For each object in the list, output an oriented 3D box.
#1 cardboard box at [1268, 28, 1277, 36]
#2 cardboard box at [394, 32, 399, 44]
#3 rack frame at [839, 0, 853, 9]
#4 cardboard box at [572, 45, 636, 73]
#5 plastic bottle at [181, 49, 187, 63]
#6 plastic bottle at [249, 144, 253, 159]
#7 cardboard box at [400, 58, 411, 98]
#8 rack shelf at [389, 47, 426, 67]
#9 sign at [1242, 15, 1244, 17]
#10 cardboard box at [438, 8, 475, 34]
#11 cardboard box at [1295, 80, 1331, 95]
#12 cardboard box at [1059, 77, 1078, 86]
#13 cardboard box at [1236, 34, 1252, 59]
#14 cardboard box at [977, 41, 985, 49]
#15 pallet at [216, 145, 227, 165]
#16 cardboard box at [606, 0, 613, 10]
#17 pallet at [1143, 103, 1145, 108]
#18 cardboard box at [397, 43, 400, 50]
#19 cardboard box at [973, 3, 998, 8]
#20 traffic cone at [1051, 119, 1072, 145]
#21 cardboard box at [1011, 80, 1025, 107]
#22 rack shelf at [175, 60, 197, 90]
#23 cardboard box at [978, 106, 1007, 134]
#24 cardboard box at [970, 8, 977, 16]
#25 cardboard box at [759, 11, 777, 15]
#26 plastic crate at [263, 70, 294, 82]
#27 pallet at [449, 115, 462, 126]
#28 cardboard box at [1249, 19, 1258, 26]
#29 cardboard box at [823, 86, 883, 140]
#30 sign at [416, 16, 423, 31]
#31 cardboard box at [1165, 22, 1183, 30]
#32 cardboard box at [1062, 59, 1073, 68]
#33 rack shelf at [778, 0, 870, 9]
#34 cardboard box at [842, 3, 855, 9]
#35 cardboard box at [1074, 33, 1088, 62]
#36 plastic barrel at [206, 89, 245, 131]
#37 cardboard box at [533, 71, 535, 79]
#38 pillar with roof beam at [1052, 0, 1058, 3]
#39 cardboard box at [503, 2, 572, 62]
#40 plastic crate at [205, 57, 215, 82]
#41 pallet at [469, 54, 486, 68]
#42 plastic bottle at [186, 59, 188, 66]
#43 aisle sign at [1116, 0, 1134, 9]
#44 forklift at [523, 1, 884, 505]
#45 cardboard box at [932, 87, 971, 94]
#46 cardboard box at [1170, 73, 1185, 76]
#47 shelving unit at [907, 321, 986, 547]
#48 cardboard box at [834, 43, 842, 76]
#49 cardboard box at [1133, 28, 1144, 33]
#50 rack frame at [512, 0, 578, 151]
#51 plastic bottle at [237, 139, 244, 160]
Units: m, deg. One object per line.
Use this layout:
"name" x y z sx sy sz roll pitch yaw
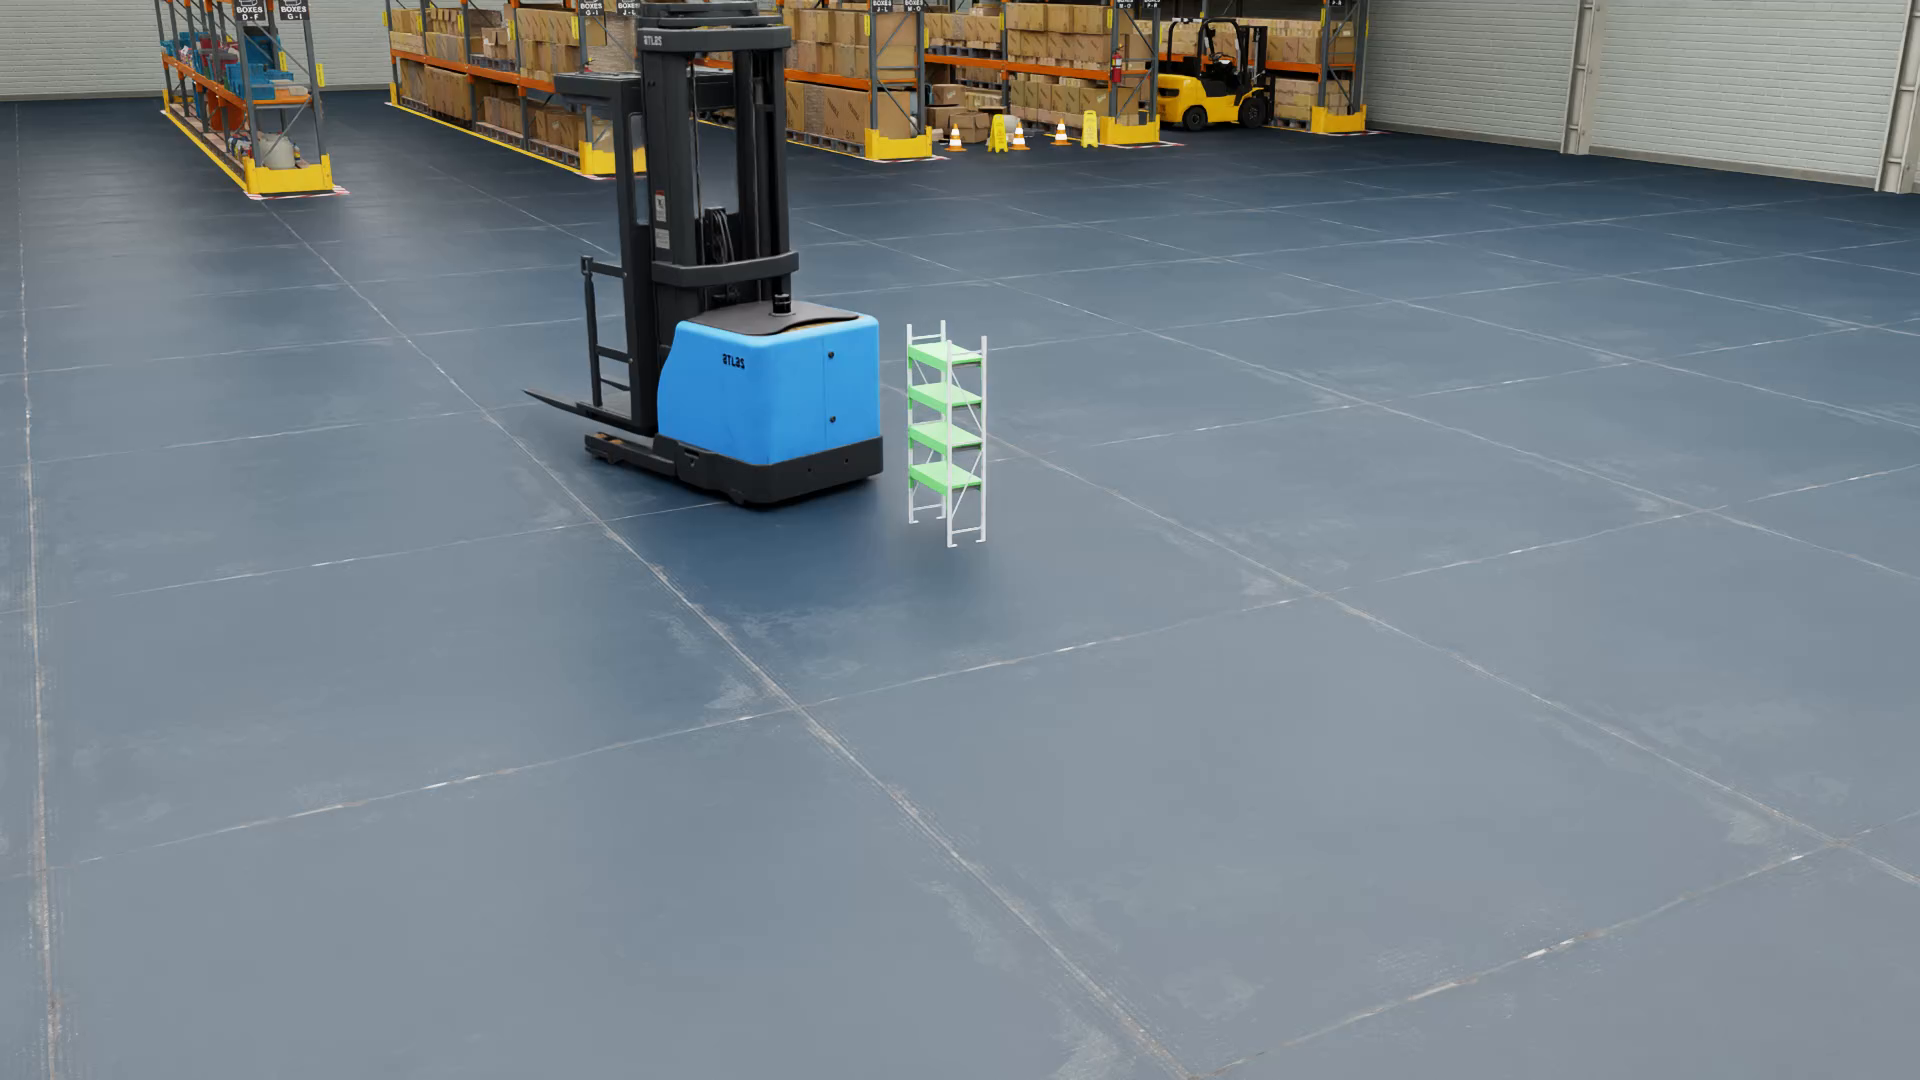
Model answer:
"cardboard box" 6.556 -10.434 34.123 0.380 0.149 0.250 -10 21 -26
"cardboard box" -12.845 -11.690 38.684 0.500 0.250 0.500 -10 22 -27
"rack frame" -2.467 -12.334 40.778 1.000 3.000 0.127 -10 21 -27
"cardboard box" -5.727 -7.705 26.752 0.875 0.500 0.500 -10 21 -27
"plastic bottle" -15.489 -9.677 33.266 0.152 0.276 0.135 -10 21 -27
"plastic bottle" -11.109 -6.064 26.096 0.061 0.283 0.133 -10 21 -27
"cardboard box" -12.714 -10.971 39.439 0.875 0.875 0.875 -10 21 -27
"rack shelf" -12.138 -11.034 38.111 1.077 0.370 4.000 -10 21 -27
"sign" 6.186 -11.341 36.450 0.100 0.325 0.005 -10 21 -27
"cardboard box" -10.562 -10.940 35.046 0.797 0.503 0.637 -10 21 -26
"cardboard box" 7.105 -9.115 33.486 0.500 0.250 0.500 -9 21 -25
"cardboard box" 2.148 -8.883 32.202 0.380 0.149 0.250 -9 21 -24
"cardboard box" 6.183 -10.395 35.005 0.500 0.500 0.500 -10 22 -27
"cardboard box" 0.581 -10.370 34.825 0.380 0.149 0.250 -10 22 -28
"pallet" -12.156 -6.637 28.542 1.003 0.211 1.213 -10 21 -27
"cardboard box" -8.223 -12.881 40.220 0.500 0.500 0.500 -11 22 -28
"pallet" 4.156 -10.396 39.434 1.003 0.211 1.213 -10 21 -27
"cardboard box" -12.840 -11.454 38.613 0.380 0.149 0.250 -10 22 -27
"cardboard box" 0.691 -14.074 44.445 0.500 0.500 0.500 -9 21 -25
"traffic cone" 1.892 -7.614 30.988 0.336 0.463 0.334 -10 21 -27
"cardboard box" 1.374 -9.080 33.769 0.500 0.500 0.500 -9 21 -24
"rack shelf" -14.598 -9.118 32.560 1.077 0.370 4.000 -10 21 -27
"cardboard box" 0.643 -8.339 33.028 0.500 0.500 0.500 4 19 11
"cardboard box" 0.424 -11.099 34.952 0.380 0.149 0.250 -11 22 -29
"cardboard box" -3.703 -10.196 32.895 0.700 0.500 0.500 -10 21 -26
"plastic crate" -10.984 -7.390 26.677 0.499 0.251 0.616 -10 21 -27
"pallet" -10.172 -8.921 35.160 1.003 0.211 1.213 -10 21 -27
"cardboard box" 6.270 -10.807 34.749 0.380 0.149 0.250 -10 21 -27
"cardboard box" -1.877 -7.725 30.033 0.875 0.875 0.875 -10 22 -28
"sign" -11.676 -11.160 35.925 0.100 0.325 0.005 -10 21 -27
"cardboard box" 4.822 -11.515 37.256 0.380 0.149 0.250 -11 22 -28
"cardboard box" 2.196 -9.201 32.084 0.380 0.149 0.250 -10 22 -27
"rack shelf" -2.027 -9.746 29.781 1.077 0.370 4.000 -10 21 -27
"cardboard box" -2.511 -12.684 40.104 0.500 0.500 0.500 -10 21 -26
"cardboard box" 2.497 -9.335 31.477 0.500 0.500 0.500 -10 21 -27
"plastic barrel" -13.895 -8.194 31.464 0.600 0.830 0.708 -10 21 -27
"cardboard box" -7.175 -8.064 28.788 0.380 0.149 0.250 -10 21 -27
"pillar with roof beam" -1.427 -15.613 41.082 9.100 9.000 0.400 -10 21 -27
"cardboard box" -7.644 -9.235 30.232 1.000 1.000 1.000 -10 21 -26
"plastic crate" -12.546 -7.997 28.232 0.392 0.384 0.575 -10 21 -27
"pallet" -8.857 -9.372 32.488 1.213 0.211 1.003 -10 21 -27
"plastic bottle" -15.036 -9.382 32.418 0.097 0.271 0.097 0 19 0
"aisle sign" 3.005 -10.056 30.189 0.394 0.787 0.004 -10 21 -27
"forklift" -1.886 -1.995 10.920 1.130 2.935 3.031 -18 26 -42
"cardboard box" -0.308 -9.979 37.336 0.950 0.372 0.625 -12 22 -30
"cardboard box" 5.079 -10.256 37.751 0.875 0.625 0.625 -10 22 -27
"shelving unit" -0.079 -0.615 9.573 0.258 1.200 0.503 -10 21 -27
"cardboard box" -1.729 -8.599 29.723 0.875 0.550 0.550 -10 21 -27
"cardboard box" 4.264 -11.659 38.285 0.500 0.250 0.500 -11 22 -28
"rack frame" -7.390 -8.503 29.674 1.000 3.000 0.127 -10 21 -27
"plastic bottle" -11.351 -6.166 26.288 0.144 0.351 0.185 -9 21 -24
